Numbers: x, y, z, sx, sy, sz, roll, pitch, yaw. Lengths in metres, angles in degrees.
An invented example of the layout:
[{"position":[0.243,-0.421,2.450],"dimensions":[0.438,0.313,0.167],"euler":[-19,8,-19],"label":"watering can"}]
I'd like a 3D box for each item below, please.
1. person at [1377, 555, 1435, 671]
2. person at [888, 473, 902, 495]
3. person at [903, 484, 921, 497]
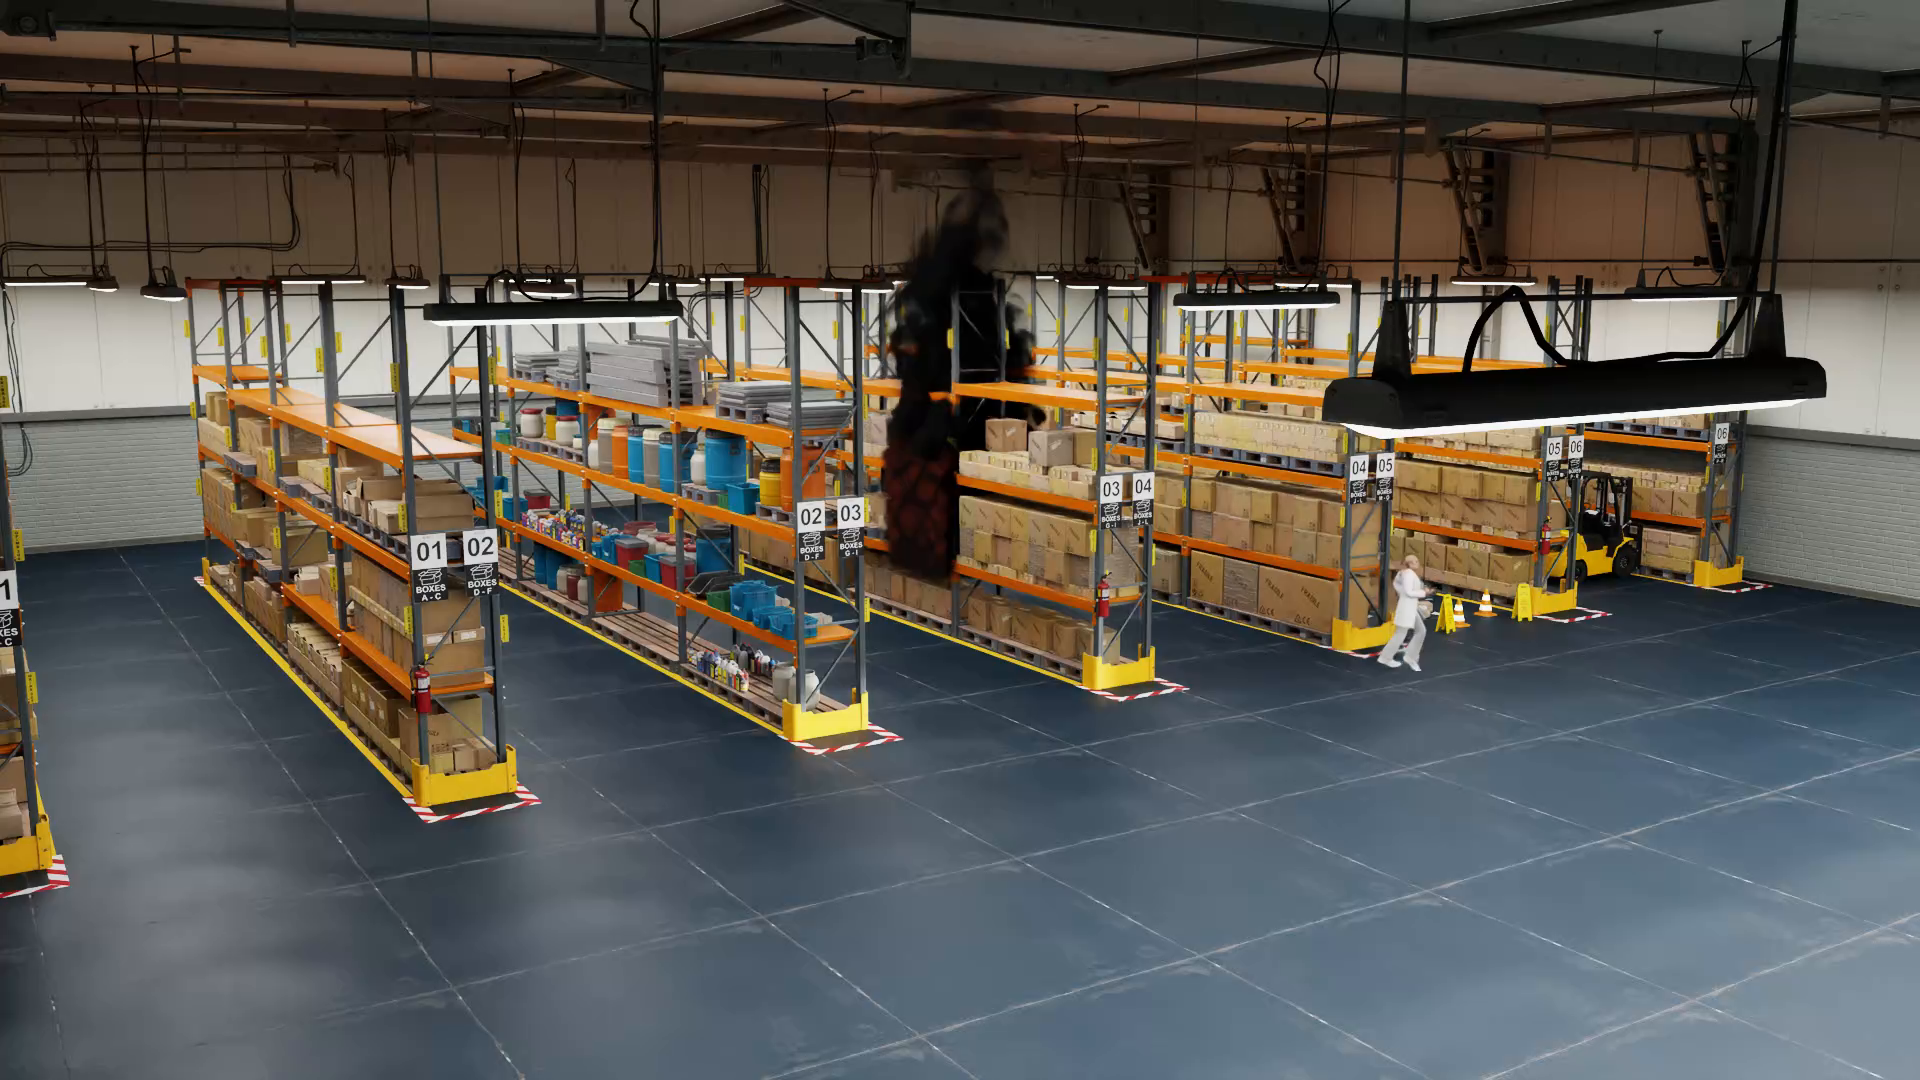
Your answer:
[{"position":[6.980,1.150,25.964],"dimensions":[0.814,1.843,0.705],"euler":[3,10,20],"label":"person"},{"position":[-1.471,-0.655,36.866],"dimensions":[0.572,1.660,0.965],"euler":[-4,10,-24],"label":"person"},{"position":[-1.249,-1.517,41.975],"dimensions":[0.676,1.711,0.724],"euler":[4,11,24],"label":"person"}]
